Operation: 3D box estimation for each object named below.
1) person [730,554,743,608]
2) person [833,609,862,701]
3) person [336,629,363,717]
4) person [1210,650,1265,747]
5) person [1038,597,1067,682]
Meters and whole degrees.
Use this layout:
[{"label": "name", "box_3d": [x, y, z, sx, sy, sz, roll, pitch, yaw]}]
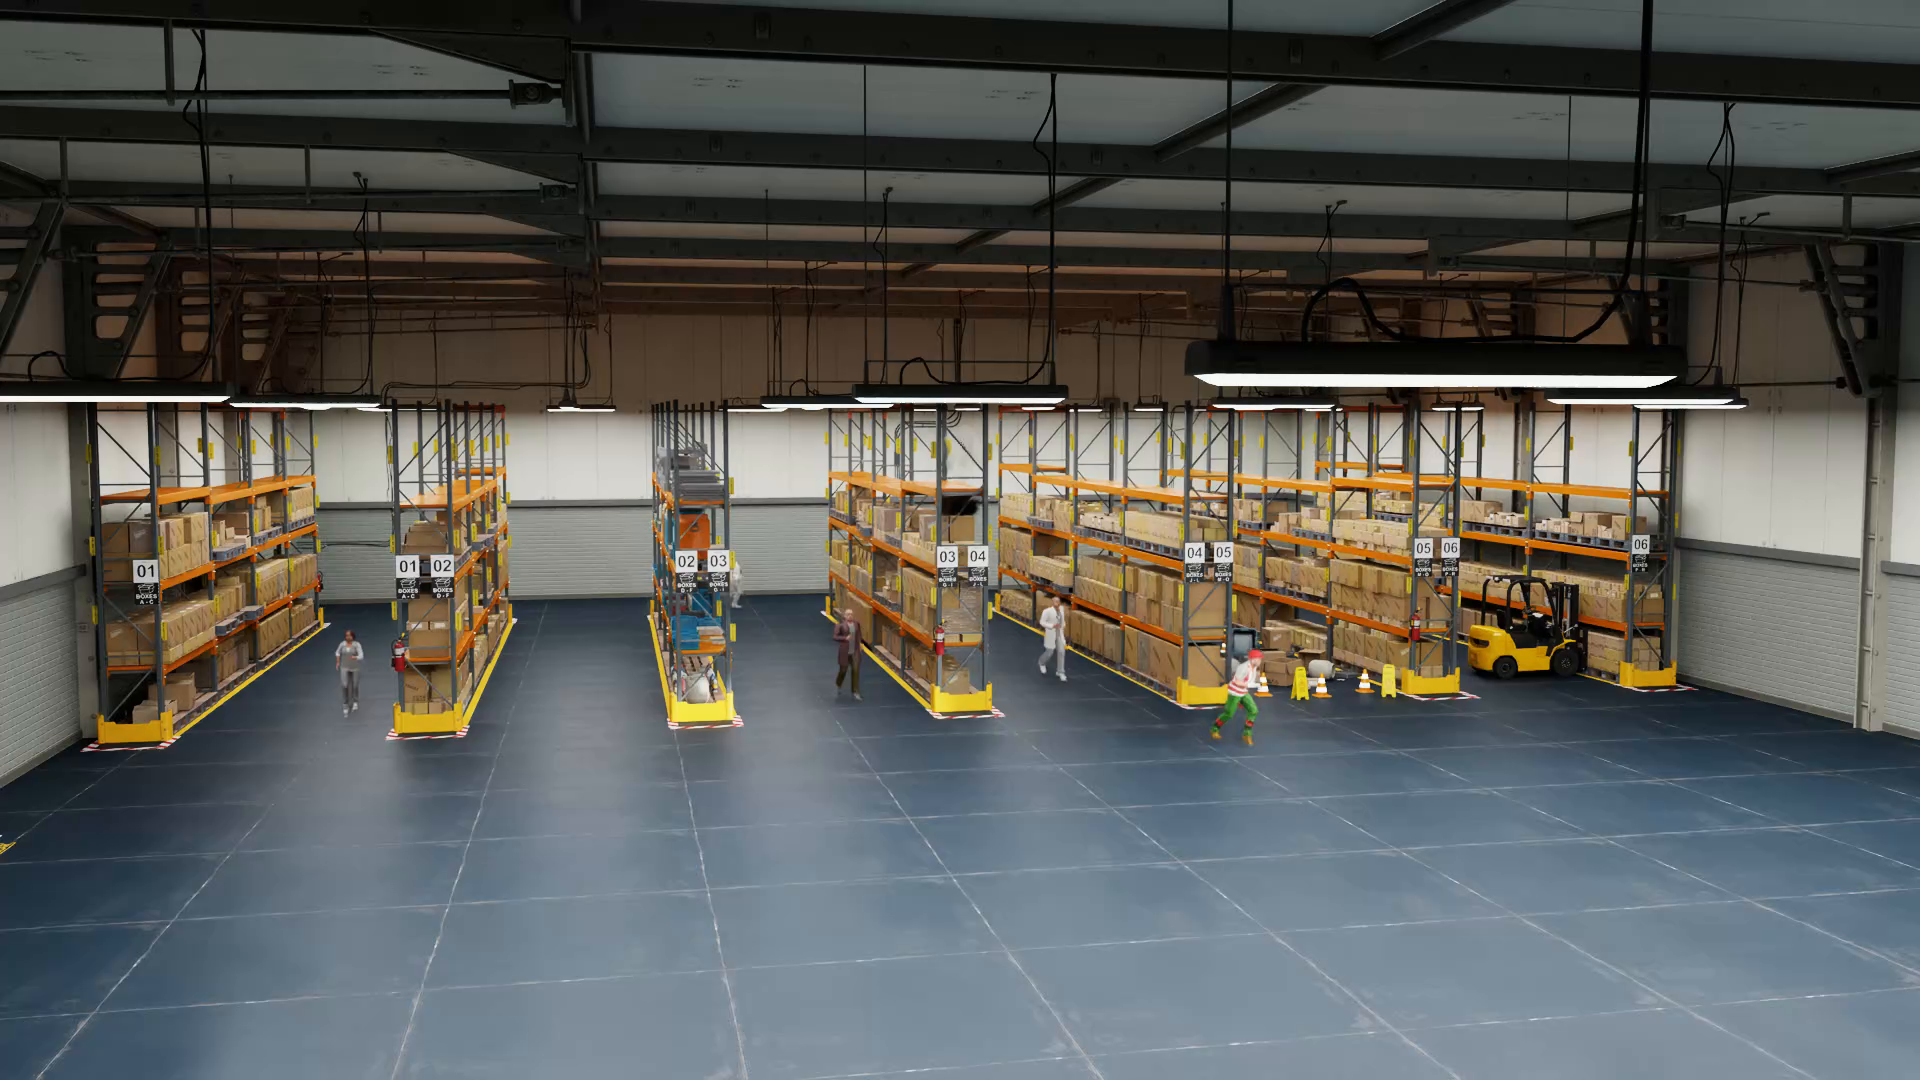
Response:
[{"label": "person", "box_3d": [-6.664, 1.189, 49.230, 0.535, 1.648, 0.612, 1, 4, 7]}, {"label": "person", "box_3d": [-2.263, 2.280, 33.543, 0.707, 1.798, 1.009, -2, 5, -24]}, {"label": "person", "box_3d": [-11.660, 2.526, 31.775, 0.509, 1.648, 0.728, -1, 4, -16]}, {"label": "person", "box_3d": [4.819, 2.734, 28.898, 1.027, 1.722, 0.707, 3, 5, 38]}, {"label": "person", "box_3d": [2.028, 2.112, 36.142, 0.738, 1.794, 1.106, -2, 5, -30]}]
